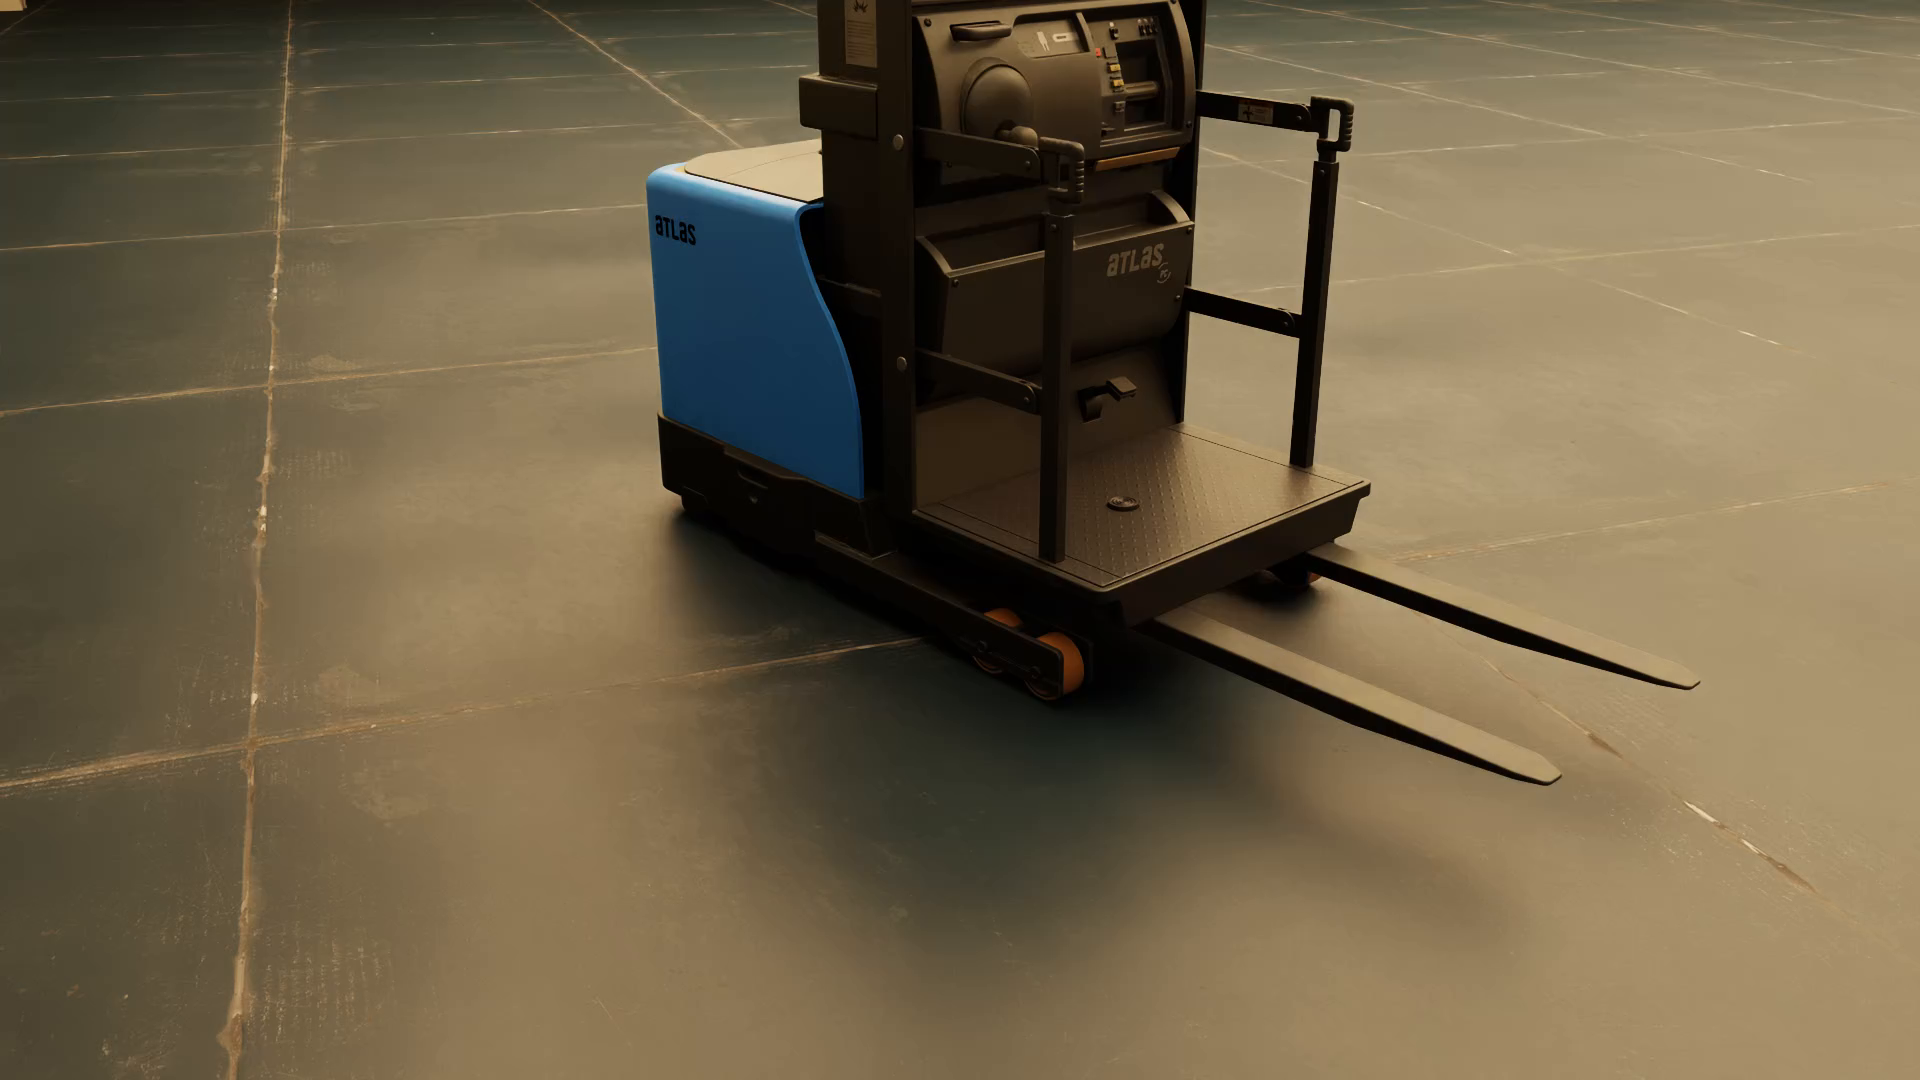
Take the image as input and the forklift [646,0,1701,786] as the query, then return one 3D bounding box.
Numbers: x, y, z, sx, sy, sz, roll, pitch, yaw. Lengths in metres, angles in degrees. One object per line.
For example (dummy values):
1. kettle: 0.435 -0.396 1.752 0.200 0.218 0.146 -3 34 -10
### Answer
1. forklift: 0.409 -1.176 4.096 1.130 2.935 3.031 -19 30 -38
